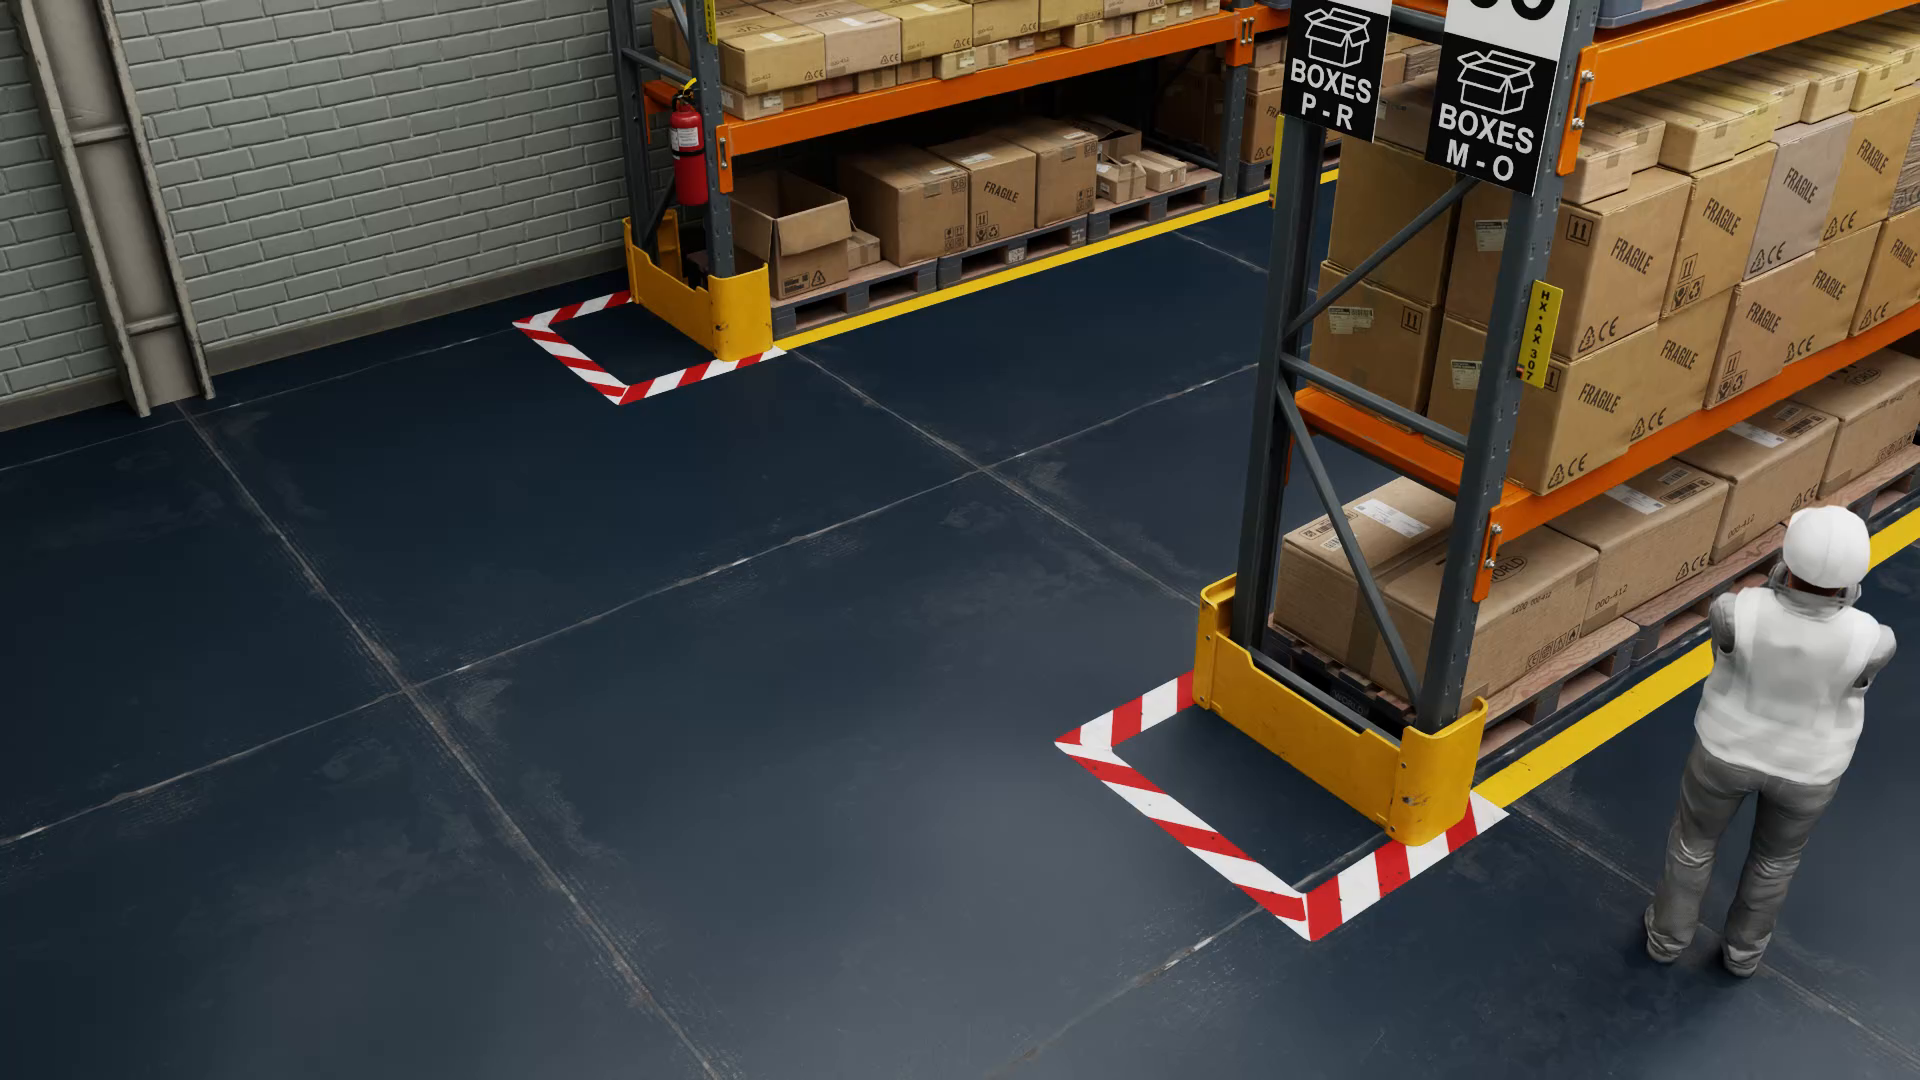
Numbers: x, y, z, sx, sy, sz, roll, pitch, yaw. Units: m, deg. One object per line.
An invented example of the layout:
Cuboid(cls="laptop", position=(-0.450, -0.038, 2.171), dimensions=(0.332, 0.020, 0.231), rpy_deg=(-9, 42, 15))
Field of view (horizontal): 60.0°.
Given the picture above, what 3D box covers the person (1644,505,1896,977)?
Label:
Cuboid(cls="person", position=(2.502, 0.592, 5.171), dimensions=(0.494, 1.762, 0.559), rpy_deg=(15, 35, 23))
